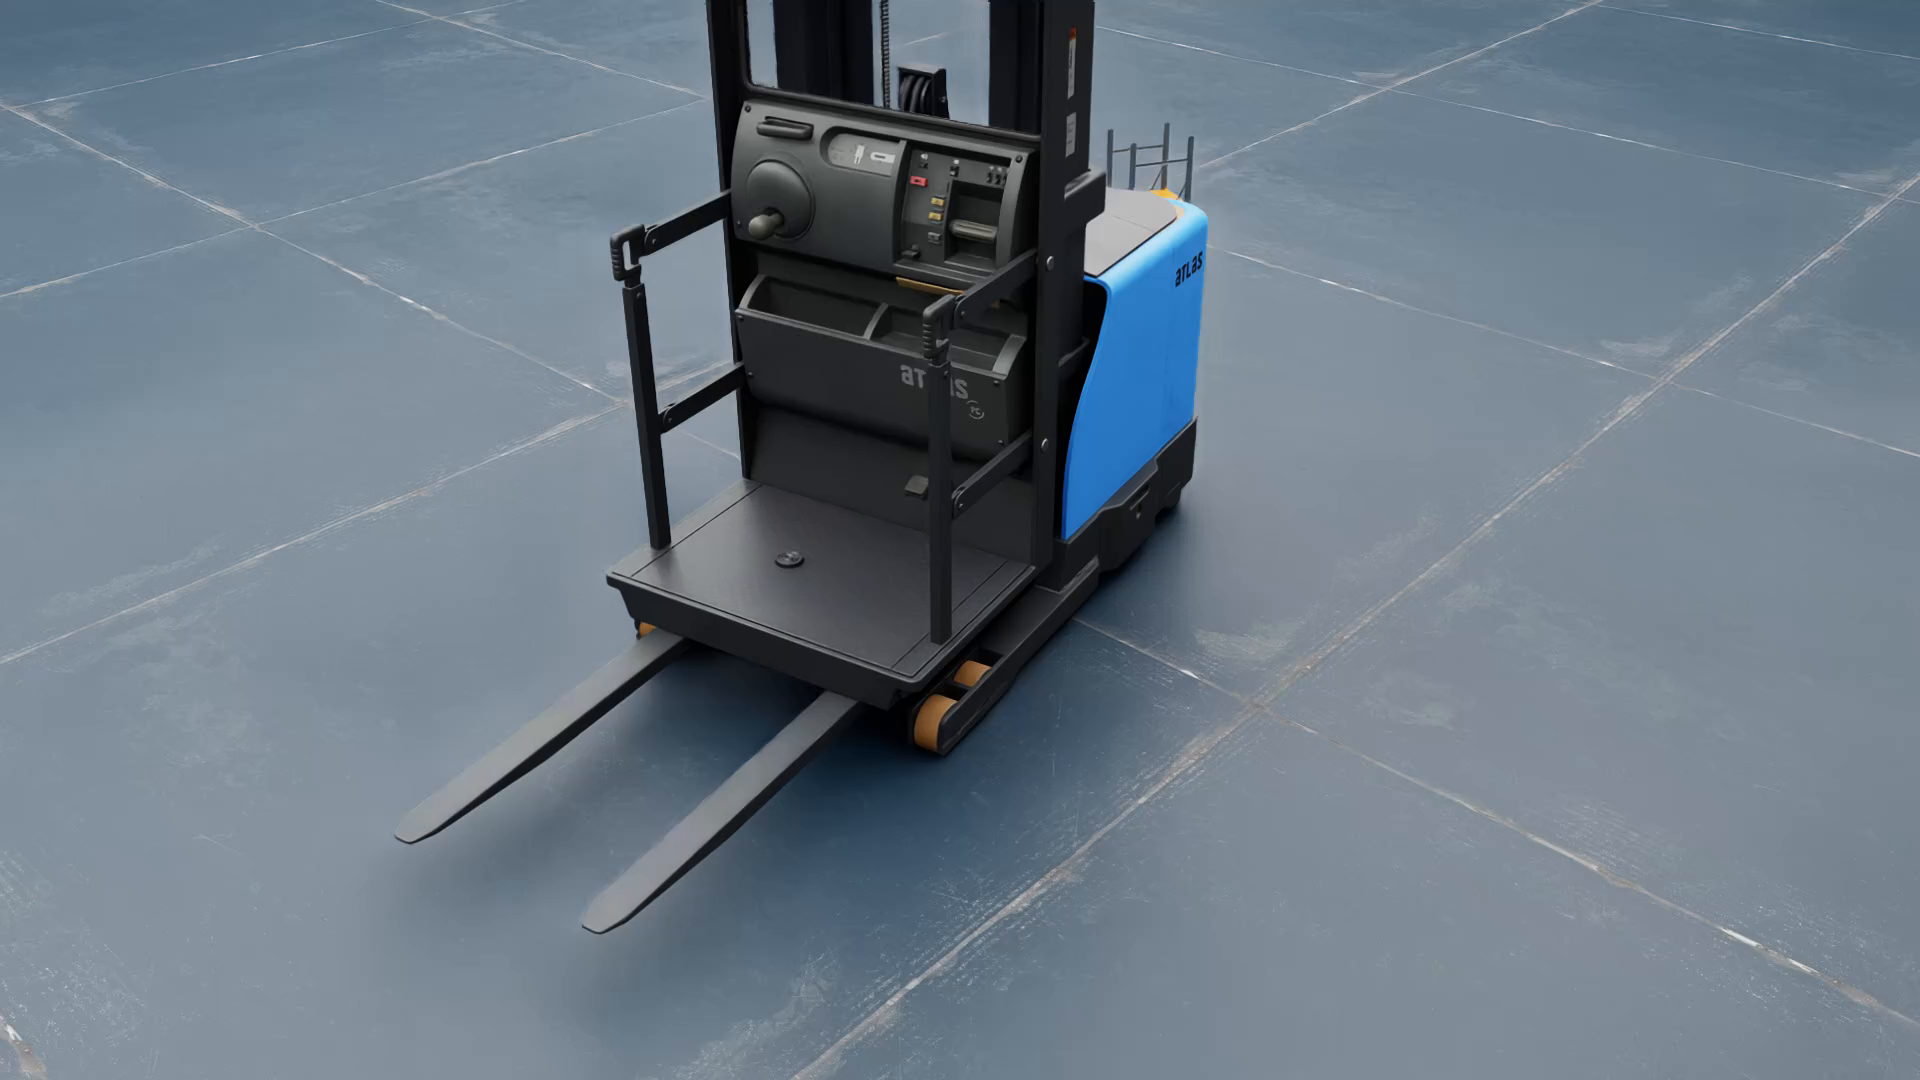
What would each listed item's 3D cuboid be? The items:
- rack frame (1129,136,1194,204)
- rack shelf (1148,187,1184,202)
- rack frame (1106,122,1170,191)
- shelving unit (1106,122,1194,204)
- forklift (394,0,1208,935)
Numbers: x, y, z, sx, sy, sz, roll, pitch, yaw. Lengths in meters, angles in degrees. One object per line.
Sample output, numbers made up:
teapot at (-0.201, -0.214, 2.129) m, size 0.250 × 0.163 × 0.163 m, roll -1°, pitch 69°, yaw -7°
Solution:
rack frame at (0.698, -0.848, 5.986) m, size 0.240 × 1.200 × 0.006 m, roll -11°, pitch 31°, yaw -18°
rack shelf at (0.663, -1.164, 5.905) m, size 0.258 × 0.103 × 0.180 m, roll -11°, pitch 31°, yaw -18°
rack frame at (0.634, -0.932, 6.136) m, size 0.240 × 1.200 × 0.006 m, roll -11°, pitch 31°, yaw -18°
shelving unit at (0.666, -0.890, 6.061) m, size 0.258 × 1.200 × 0.189 m, roll -11°, pitch 31°, yaw -18°
forklift at (-0.344, -0.920, 4.436) m, size 1.130 × 2.935 × 3.031 m, roll 17°, pitch 35°, yaw 26°
